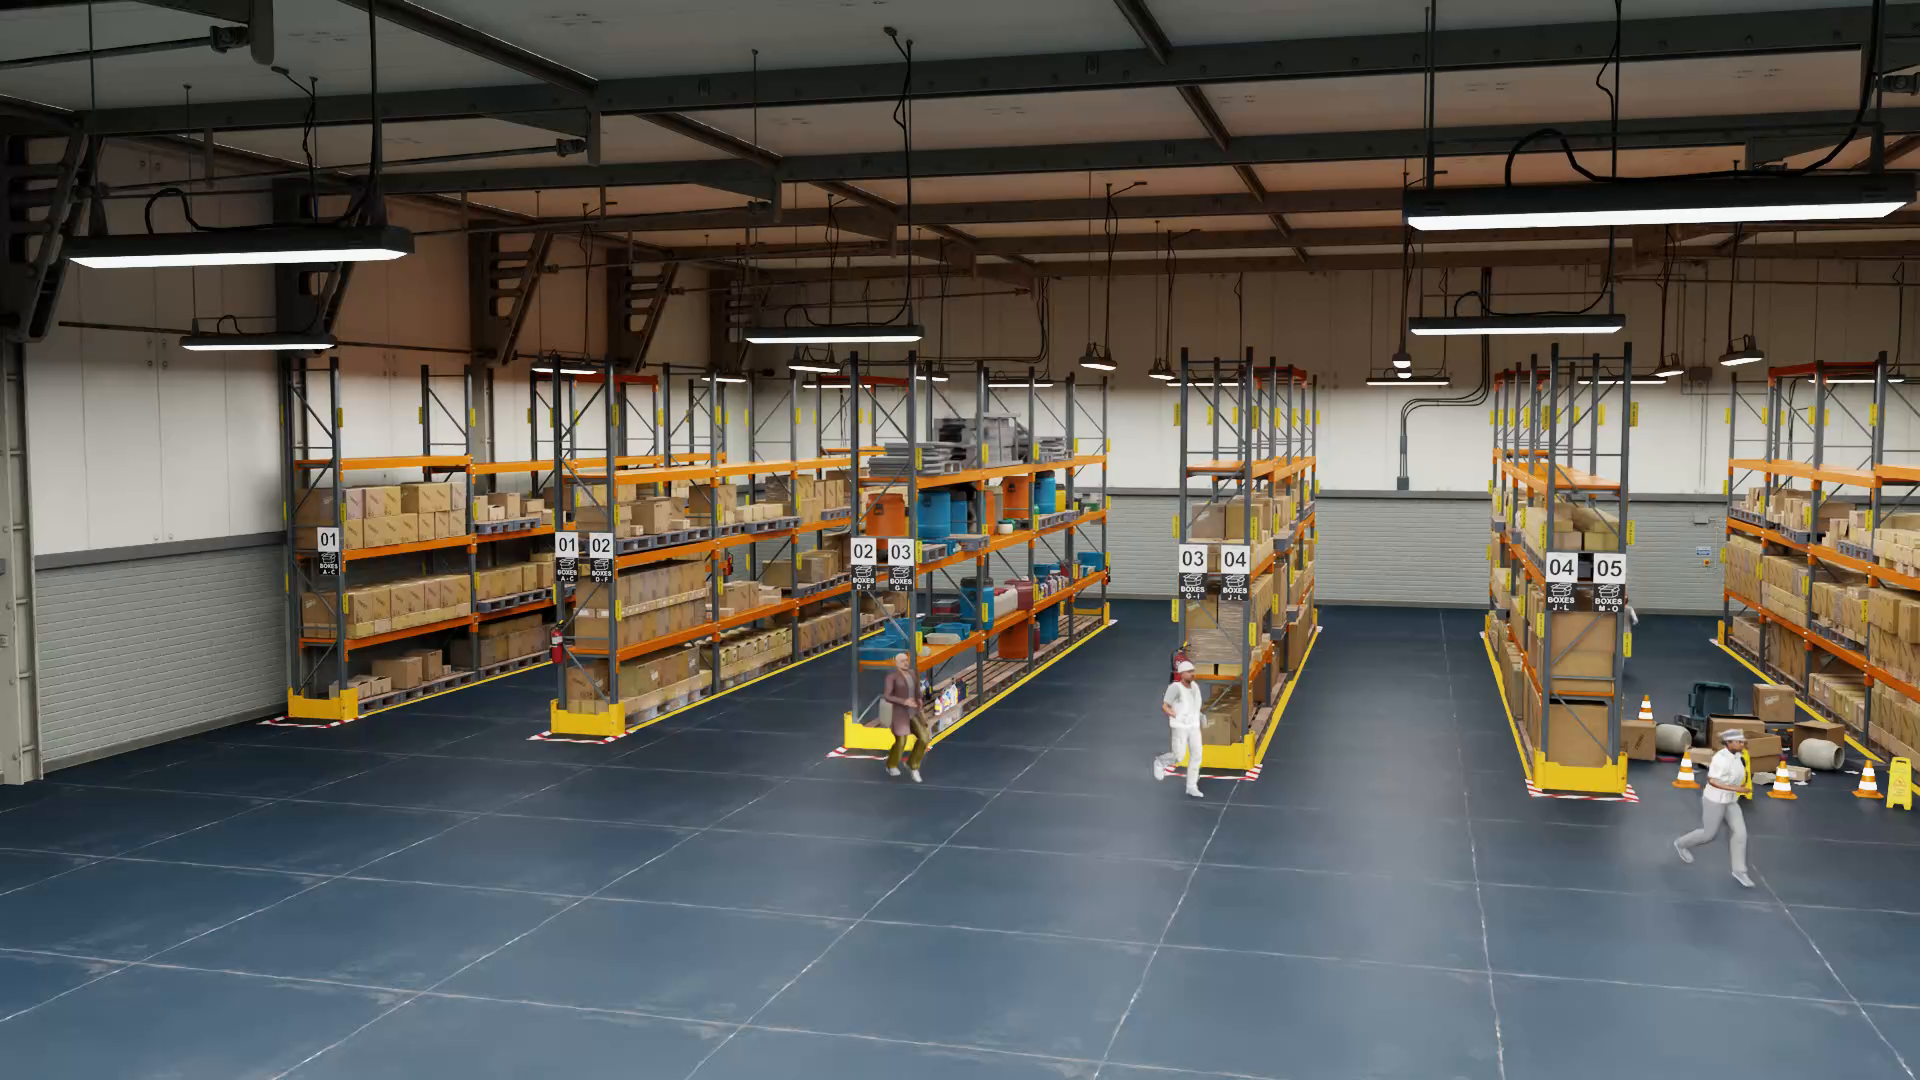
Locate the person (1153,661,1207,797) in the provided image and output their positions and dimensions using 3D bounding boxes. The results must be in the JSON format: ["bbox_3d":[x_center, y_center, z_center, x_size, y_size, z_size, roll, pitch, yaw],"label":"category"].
[{"bbox_3d":[2.990,2.497,22.244,0.704,1.760,0.920,-3,5,-37],"label":"person"}]

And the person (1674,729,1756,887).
[{"bbox_3d":[8.243,2.859,18.116,0.580,1.702,0.948,-3,5,-34],"label":"person"}]

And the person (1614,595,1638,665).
[{"bbox_3d":[13.020,1.828,32.675,0.539,1.549,0.622,0,4,7],"label":"person"}]

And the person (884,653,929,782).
[{"bbox_3d":[-0.747,2.454,22.995,0.715,1.799,0.788,-3,5,-36],"label":"person"}]
